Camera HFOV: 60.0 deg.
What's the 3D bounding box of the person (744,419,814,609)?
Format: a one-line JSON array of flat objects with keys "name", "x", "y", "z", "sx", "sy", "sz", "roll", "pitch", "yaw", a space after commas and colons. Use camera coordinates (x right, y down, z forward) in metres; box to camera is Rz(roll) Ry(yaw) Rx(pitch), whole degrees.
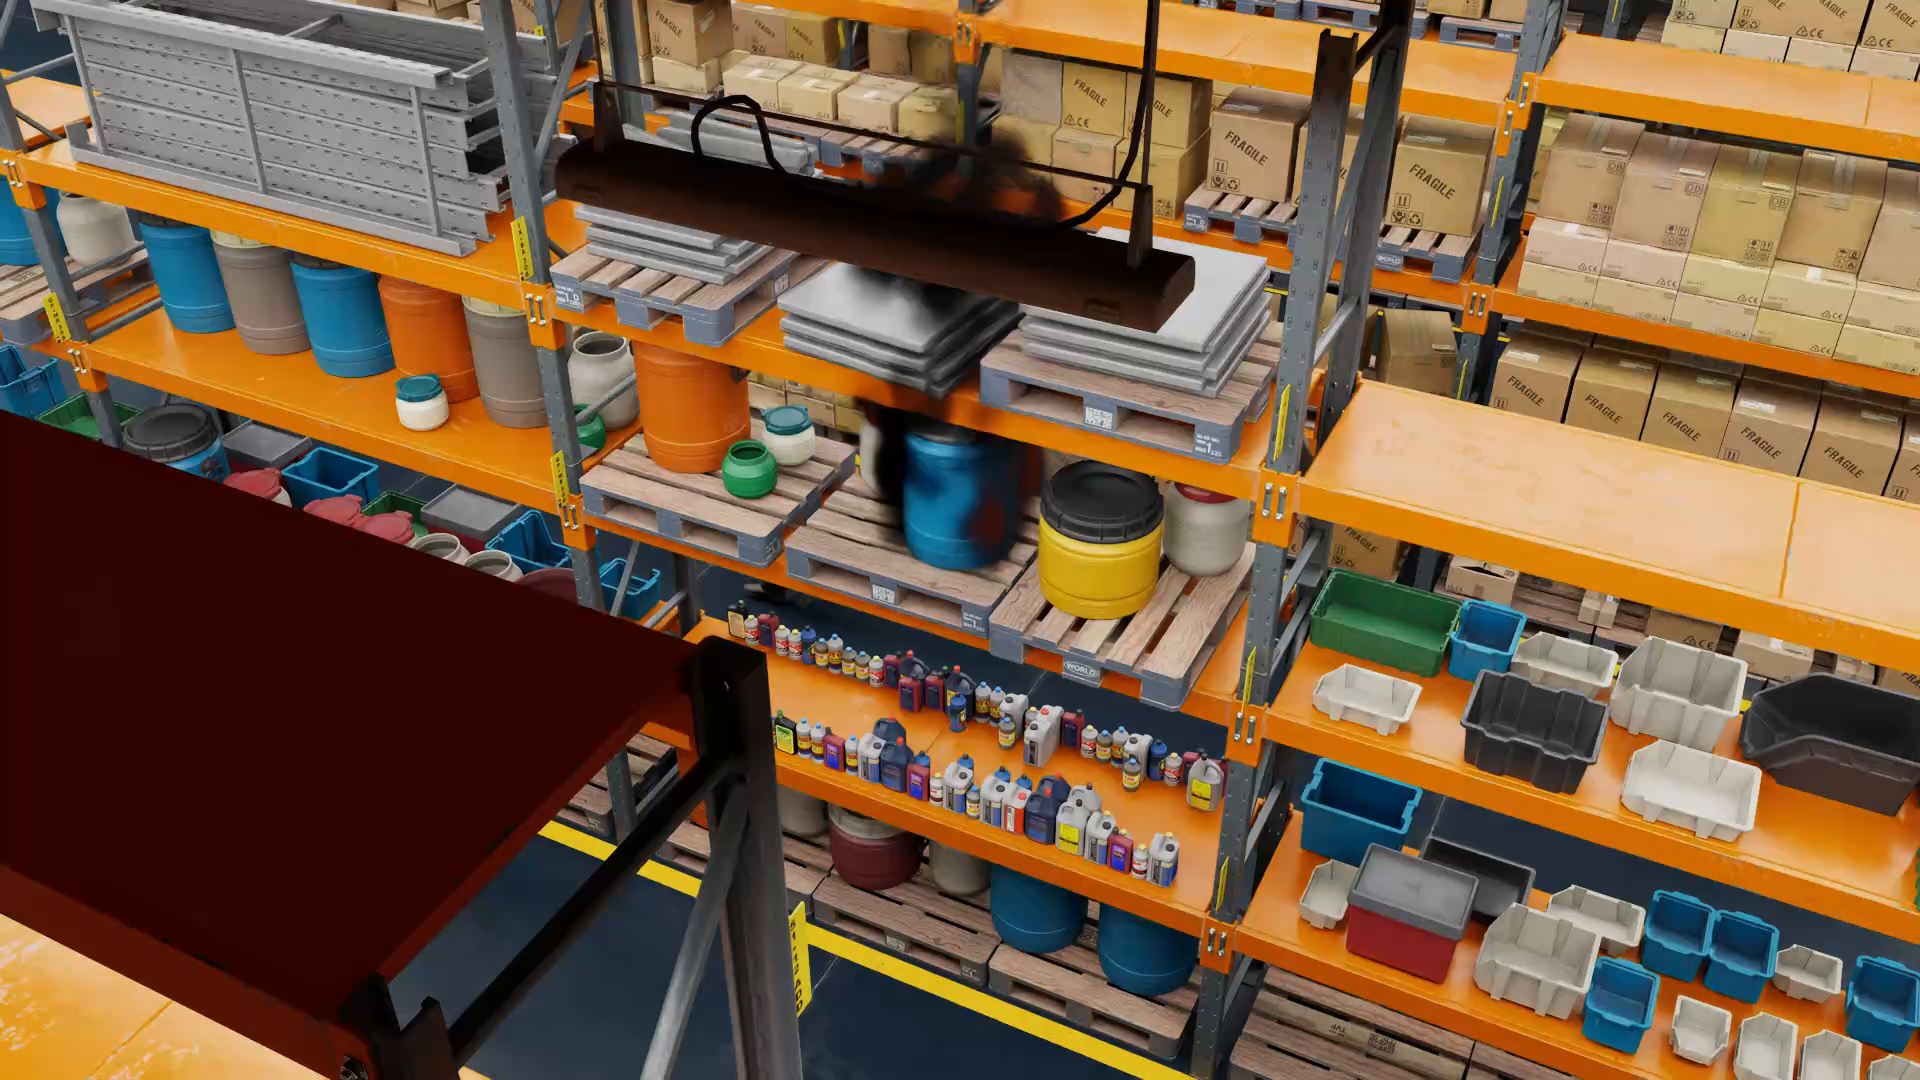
[{"name": "person", "x": -1.365, "y": -0.189, "z": 12.705, "sx": 0.754, "sy": 1.648, "sz": 0.713, "roll": 11, "pitch": 37, "yaw": 15}]
